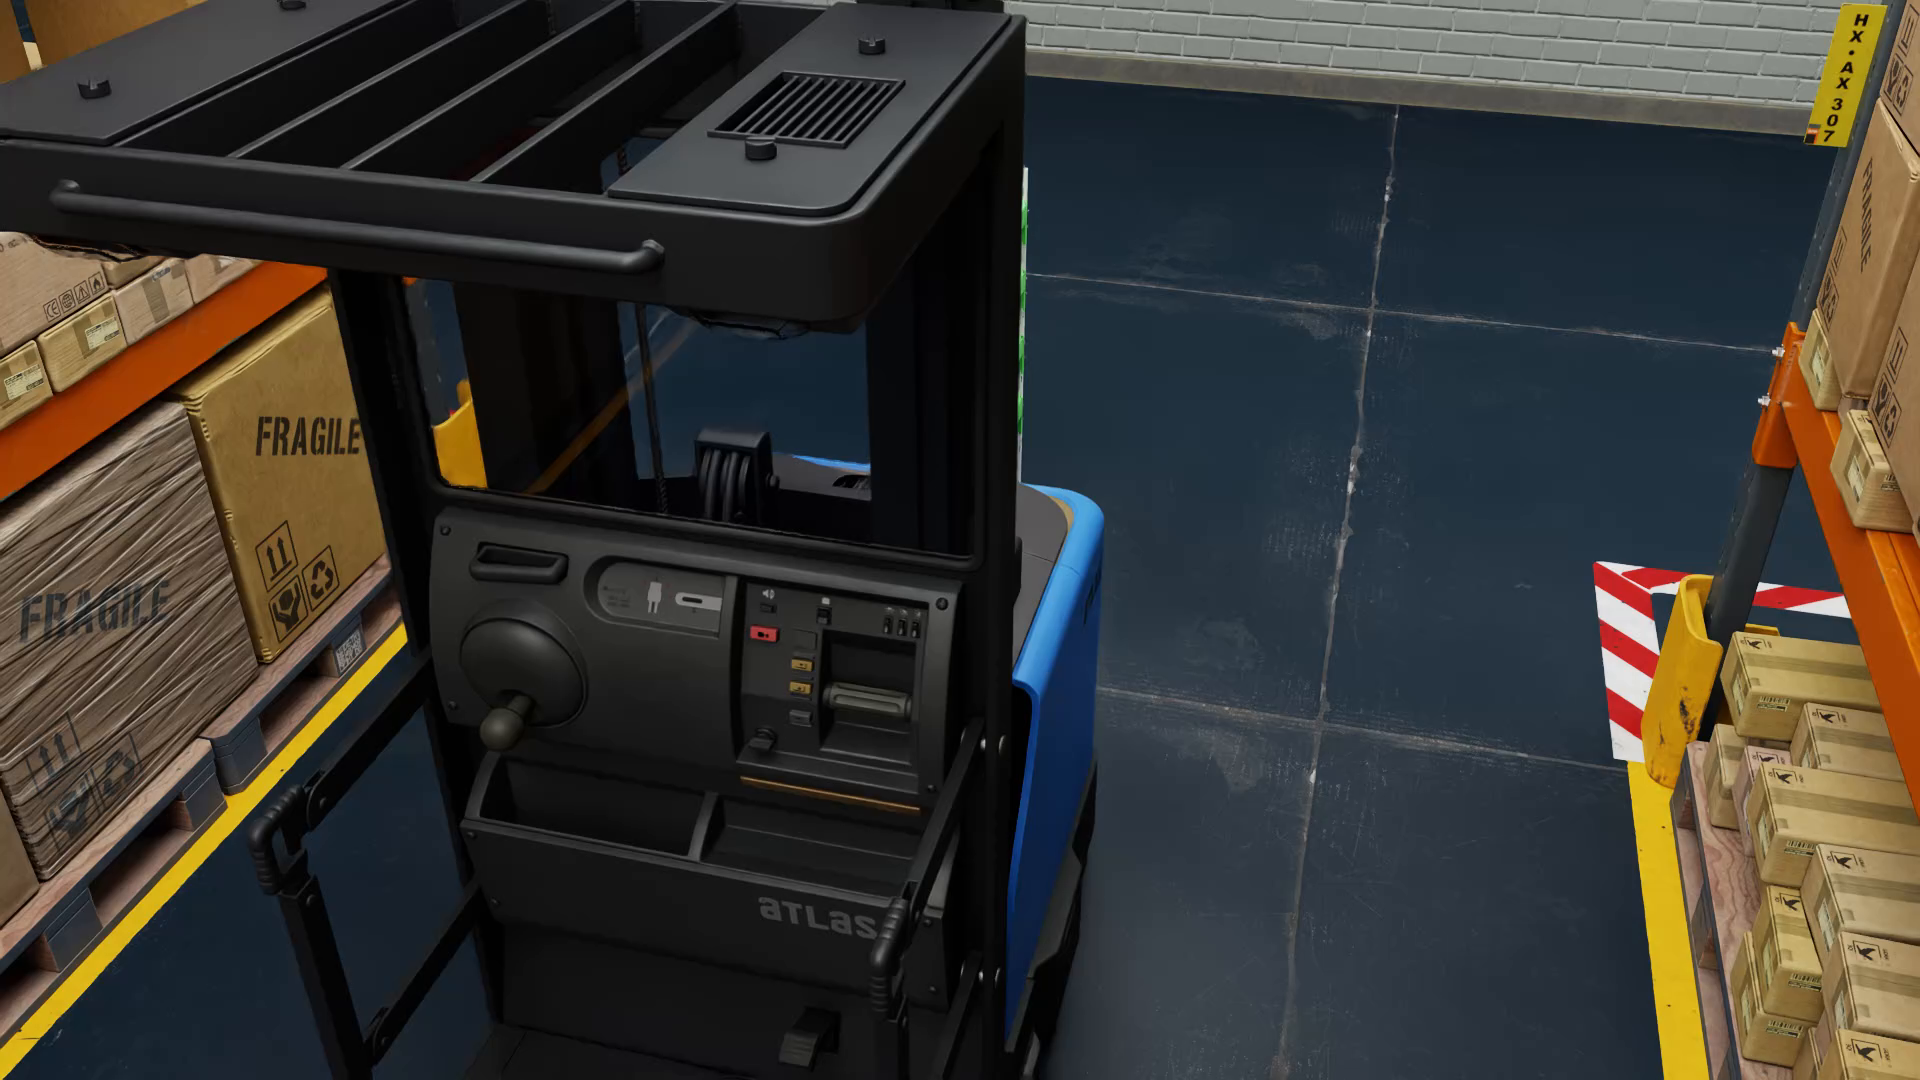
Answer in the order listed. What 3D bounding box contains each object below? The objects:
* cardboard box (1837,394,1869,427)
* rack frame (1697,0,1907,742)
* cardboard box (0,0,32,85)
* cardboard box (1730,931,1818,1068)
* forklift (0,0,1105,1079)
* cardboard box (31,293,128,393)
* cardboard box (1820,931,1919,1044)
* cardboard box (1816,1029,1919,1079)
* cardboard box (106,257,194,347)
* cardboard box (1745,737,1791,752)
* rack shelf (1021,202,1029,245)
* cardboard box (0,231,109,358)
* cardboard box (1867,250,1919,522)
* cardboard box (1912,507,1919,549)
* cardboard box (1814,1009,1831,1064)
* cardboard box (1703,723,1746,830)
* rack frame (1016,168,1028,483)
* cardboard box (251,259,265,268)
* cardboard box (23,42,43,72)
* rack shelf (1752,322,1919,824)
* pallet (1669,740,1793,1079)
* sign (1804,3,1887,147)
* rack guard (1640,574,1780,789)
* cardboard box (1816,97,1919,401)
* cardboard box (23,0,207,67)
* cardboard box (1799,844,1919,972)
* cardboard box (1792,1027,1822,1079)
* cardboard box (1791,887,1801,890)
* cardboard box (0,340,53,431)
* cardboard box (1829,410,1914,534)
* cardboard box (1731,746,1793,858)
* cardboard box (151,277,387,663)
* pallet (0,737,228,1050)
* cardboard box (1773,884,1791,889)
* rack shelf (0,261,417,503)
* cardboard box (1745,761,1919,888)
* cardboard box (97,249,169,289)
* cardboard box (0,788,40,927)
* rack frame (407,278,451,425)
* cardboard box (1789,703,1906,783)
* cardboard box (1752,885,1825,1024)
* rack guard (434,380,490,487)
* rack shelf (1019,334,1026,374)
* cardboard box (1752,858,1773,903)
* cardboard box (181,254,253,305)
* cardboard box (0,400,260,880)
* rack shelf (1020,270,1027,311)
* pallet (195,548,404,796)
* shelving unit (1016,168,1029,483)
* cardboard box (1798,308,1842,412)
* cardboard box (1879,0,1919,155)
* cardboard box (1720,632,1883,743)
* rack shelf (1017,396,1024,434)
[{"bbox_3d":[2.138,-0.259,3.595,0.380,0.149,0.250,9,34,14],"label":"cardboard box"},{"bbox_3d":[2.562,-0.626,3.939,1.000,3.000,0.127,8,33,12],"label":"rack frame"},{"bbox_3d":[-2.720,-1.261,4.101,0.500,0.500,0.500,7,33,11],"label":"cardboard box"},{"bbox_3d":[1.905,1.023,3.611,0.380,0.149,0.250,8,33,13],"label":"cardboard box"},{"bbox_3d":[-0.513,0.254,2.618,1.130,2.935,3.031,8,33,12],"label":"forklift"},{"bbox_3d":[-2.240,-0.488,3.956,0.380,0.149,0.250,7,33,11],"label":"cardboard box"},{"bbox_3d":[1.896,0.930,3.203,0.380,0.149,0.250,9,34,14],"label":"cardboard box"},{"bbox_3d":[1.785,1.060,2.998,0.380,0.149,0.250,9,33,13],"label":"cardboard box"},{"bbox_3d":[-2.176,-0.623,4.168,0.380,0.149,0.250,9,33,13],"label":"cardboard box"},{"bbox_3d":[2.180,0.511,4.138,0.380,0.149,0.250,9,34,14],"label":"cardboard box"},{"bbox_3d":[0.042,-0.943,5.340,0.258,0.148,0.480,8,33,12],"label":"rack shelf"},{"bbox_3d":[-2.335,-0.601,3.762,0.500,0.250,0.500,7,33,11],"label":"cardboard box"},{"bbox_3d":[2.069,-0.317,3.083,0.500,0.500,0.500,8,33,12],"label":"cardboard box"},{"bbox_3d":[1.933,-0.065,2.685,0.500,0.500,0.500,8,33,13],"label":"cardboard box"},{"bbox_3d":[1.934,1.054,3.285,0.380,0.149,0.250,6,33,10],"label":"cardboard box"},{"bbox_3d":[2.119,0.628,4.232,0.380,0.149,0.250,9,33,13],"label":"cardboard box"},{"bbox_3d":[0.104,-0.719,5.762,0.240,1.200,0.015,8,33,12],"label":"rack frame"},{"bbox_3d":[-2.047,-0.883,4.577,0.380,0.149,0.250,8,33,13],"label":"cardboard box"},{"bbox_3d":[-2.593,-1.204,4.710,0.500,0.250,0.500,7,33,11],"label":"cardboard box"},{"bbox_3d":[2.054,0.715,2.499,1.077,0.370,4.000,8,33,12],"label":"rack shelf"},{"bbox_3d":[2.302,1.007,3.969,1.003,0.211,1.213,8,33,12],"label":"pallet"},{"bbox_3d":[2.037,-1.065,3.823,0.100,0.325,0.005,8,33,12],"label":"sign"},{"bbox_3d":[2.542,0.468,4.547,1.175,0.500,0.348,8,33,12],"label":"rack guard"},{"bbox_3d":[2.180,-0.598,3.525,0.500,0.500,0.500,10,34,15],"label":"cardboard box"},{"bbox_3d":[-2.080,-1.444,4.389,0.500,0.500,0.500,8,33,13],"label":"cardboard box"},{"bbox_3d":[1.976,0.787,3.427,0.380,0.149,0.250,6,33,10],"label":"cardboard box"},{"bbox_3d":[1.932,1.168,3.383,0.380,0.149,0.250,8,33,12],"label":"cardboard box"},{"bbox_3d":[2.080,0.785,3.708,0.380,0.149,0.250,8,33,13],"label":"cardboard box"},{"bbox_3d":[-2.305,-0.353,3.744,0.380,0.149,0.250,8,33,13],"label":"cardboard box"},{"bbox_3d":[2.018,-0.127,3.387,0.380,0.149,0.250,7,33,11],"label":"cardboard box"},{"bbox_3d":[2.056,0.646,3.927,0.380,0.149,0.250,8,33,12],"label":"cardboard box"},{"bbox_3d":[-2.295,-0.291,5.001,0.875,0.875,0.875,8,33,12],"label":"cardboard box"},{"bbox_3d":[-2.649,0.880,4.170,1.003,0.211,1.213,8,33,12],"label":"pallet"},{"bbox_3d":[2.075,0.905,3.797,0.380,0.149,0.250,8,33,13],"label":"cardboard box"},{"bbox_3d":[-2.718,-0.012,3.644,1.077,0.370,4.000,8,33,12],"label":"rack shelf"},{"bbox_3d":[1.959,0.647,3.647,0.380,0.149,0.250,8,33,12],"label":"cardboard box"},{"bbox_3d":[-2.206,-0.865,4.178,0.500,0.250,0.500,7,33,12],"label":"cardboard box"},{"bbox_3d":[-2.752,0.643,3.532,0.875,0.875,0.875,8,33,12],"label":"cardboard box"},{"bbox_3d":[-2.210,-1.354,5.084,1.000,3.000,0.127,8,33,12],"label":"rack frame"},{"bbox_3d":[2.146,0.534,3.826,0.380,0.149,0.250,9,33,13],"label":"cardboard box"},{"bbox_3d":[1.910,0.903,3.522,0.380,0.149,0.250,9,34,14],"label":"cardboard box"},{"bbox_3d":[-2.204,-0.311,5.774,1.175,0.500,0.348,8,33,12],"label":"rack guard"},{"bbox_3d":[0.042,-0.538,5.598,0.258,0.148,0.480,8,33,12],"label":"rack shelf"},{"bbox_3d":[2.132,0.775,4.001,0.380,0.149,0.250,8,33,12],"label":"cardboard box"},{"bbox_3d":[-2.112,-0.752,4.372,0.380,0.149,0.250,8,33,12],"label":"cardboard box"},{"bbox_3d":[-2.526,0.181,4.259,0.875,0.875,0.875,8,33,12],"label":"cardboard box"},{"bbox_3d":[0.042,-0.741,5.469,0.258,0.148,0.480,8,33,12],"label":"rack shelf"},{"bbox_3d":[-2.338,0.249,5.162,1.003,0.211,1.213,8,33,12],"label":"pallet"},{"bbox_3d":[0.042,-0.592,5.563,0.258,1.200,0.503,8,33,12],"label":"shelving unit"},{"bbox_3d":[2.162,-0.397,3.812,0.380,0.149,0.250,8,33,12],"label":"cardboard box"},{"bbox_3d":[2.191,-1.019,3.254,0.500,0.500,0.500,8,33,12],"label":"cardboard box"},{"bbox_3d":[2.100,0.374,4.076,0.380,0.149,0.250,7,33,10],"label":"cardboard box"},{"bbox_3d":[0.042,-0.336,5.726,0.258,0.148,0.480,8,33,12],"label":"rack shelf"}]
